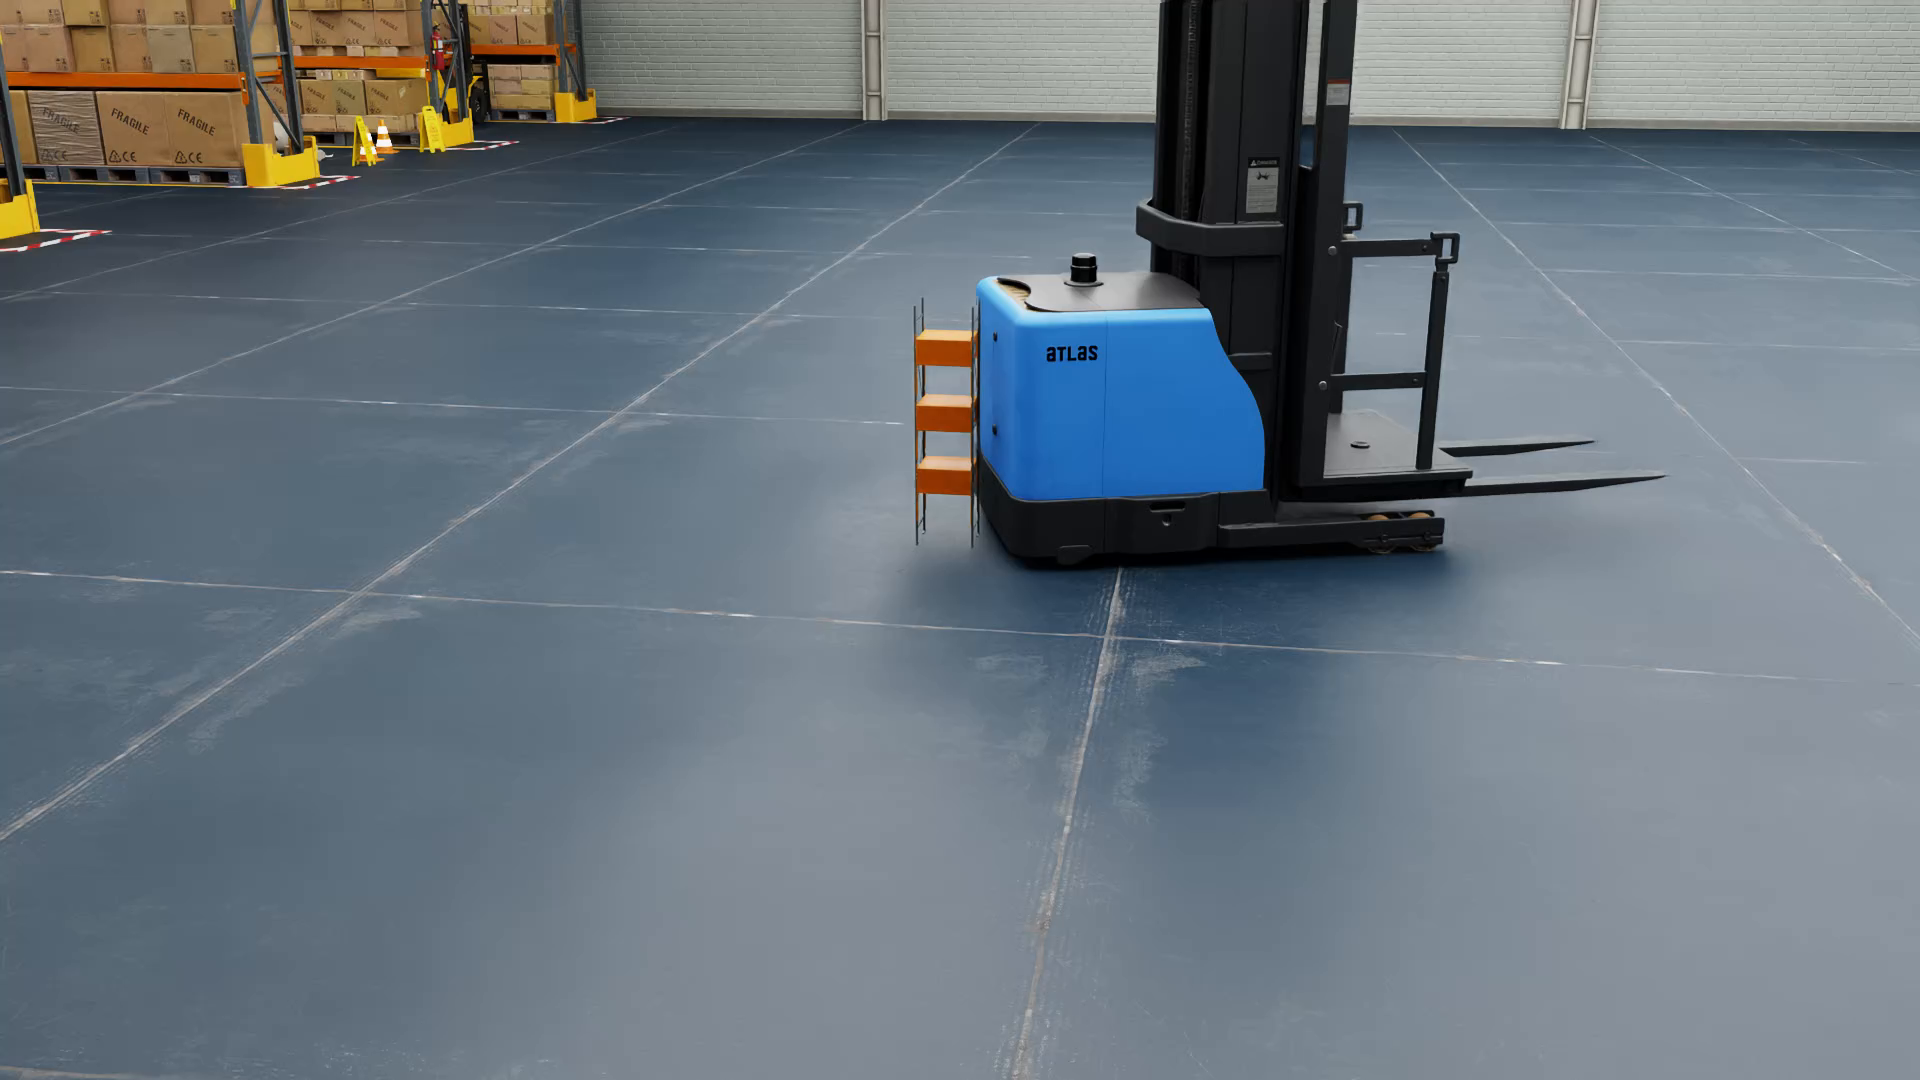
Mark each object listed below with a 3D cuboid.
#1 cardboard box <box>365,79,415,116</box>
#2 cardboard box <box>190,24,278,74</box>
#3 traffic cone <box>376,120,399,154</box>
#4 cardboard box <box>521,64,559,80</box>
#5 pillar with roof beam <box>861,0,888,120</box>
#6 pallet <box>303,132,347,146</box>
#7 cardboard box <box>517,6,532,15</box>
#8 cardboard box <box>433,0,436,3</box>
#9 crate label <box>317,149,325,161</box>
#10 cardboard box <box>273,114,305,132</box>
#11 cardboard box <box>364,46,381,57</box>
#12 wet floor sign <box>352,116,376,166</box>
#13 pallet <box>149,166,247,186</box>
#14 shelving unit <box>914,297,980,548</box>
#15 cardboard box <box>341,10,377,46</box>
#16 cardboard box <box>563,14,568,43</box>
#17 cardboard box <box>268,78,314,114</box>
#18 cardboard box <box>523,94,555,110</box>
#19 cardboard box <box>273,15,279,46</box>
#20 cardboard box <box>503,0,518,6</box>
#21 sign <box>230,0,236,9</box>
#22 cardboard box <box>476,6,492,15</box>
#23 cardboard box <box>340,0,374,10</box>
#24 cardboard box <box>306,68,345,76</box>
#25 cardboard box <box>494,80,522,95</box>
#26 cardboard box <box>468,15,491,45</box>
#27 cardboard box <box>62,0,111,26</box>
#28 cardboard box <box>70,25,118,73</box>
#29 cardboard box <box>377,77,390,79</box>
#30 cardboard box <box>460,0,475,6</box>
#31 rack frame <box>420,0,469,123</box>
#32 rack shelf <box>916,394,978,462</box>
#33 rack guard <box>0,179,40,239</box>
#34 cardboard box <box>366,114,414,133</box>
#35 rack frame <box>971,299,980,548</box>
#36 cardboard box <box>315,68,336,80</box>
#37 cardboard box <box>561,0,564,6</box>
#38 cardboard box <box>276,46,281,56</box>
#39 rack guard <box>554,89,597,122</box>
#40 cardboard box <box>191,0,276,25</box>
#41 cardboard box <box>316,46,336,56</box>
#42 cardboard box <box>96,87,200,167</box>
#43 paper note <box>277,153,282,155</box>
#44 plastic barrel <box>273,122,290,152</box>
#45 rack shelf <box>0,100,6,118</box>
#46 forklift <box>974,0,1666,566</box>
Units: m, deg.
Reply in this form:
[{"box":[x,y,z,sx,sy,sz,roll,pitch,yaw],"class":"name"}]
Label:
[{"box":[-8.516,-6.618,24.844,0.500,0.500,0.500,3,19,9],"class":"cardboard box"},{"box":[-8.742,-5.928,20.057,0.550,0.550,0.875,3,19,9],"class":"cardboard box"},{"box":[-8.312,-5.823,23.976,0.334,0.463,0.336,3,19,9],"class":"traffic cone"},{"box":[-7.404,-8.258,29.354,0.500,0.250,0.500,4,19,10],"class":"cardboard box"},{"box":[-2.203,-10.475,24.429,0.400,9.000,9.100,3,19,9],"class":"pillar with roof beam"},{"box":[-9.756,-6.204,25.512,1.213,0.211,1.003,3,19,9],"class":"pallet"},{"box":[-7.543,-9.252,29.047,0.250,0.149,0.380,3,19,10],"class":"cardboard box"},{"box":[-9.297,-9.512,29.356,0.250,0.149,0.380,3,19,8],"class":"cardboard box"},{"box":[-8.939,-5.324,22.998,0.298,0.136,0.250,-7,20,-20],"class":"crate label"},{"box":[-10.040,-6.341,25.200,0.500,0.250,0.500,3,19,8],"class":"cardboard box"},{"box":[-8.604,-7.239,24.606,0.250,0.149,0.380,3,19,8],"class":"cardboard box"},{"box":[-8.026,-5.355,22.290,0.232,0.644,0.267,0,19,-1],"class":"wet floor sign"},{"box":[-9.170,-4.546,20.557,1.213,0.211,1.003,3,19,9],"class":"pallet"},{"box":[-0.053,-0.501,7.145,0.252,1.050,0.215,3,19,9],"class":"shelving unit"},{"box":[-8.756,-7.565,24.557,0.500,0.500,0.500,3,19,9],"class":"cardboard box"},{"box":[-7.345,-9.123,29.684,0.500,0.500,0.500,4,19,10],"class":"cardboard box"},{"box":[-10.051,-6.696,25.079,0.500,0.500,0.500,4,19,12],"class":"cardboard box"},{"box":[-7.414,-7.784,29.510,0.500,0.250,0.500,3,19,9],"class":"cardboard box"},{"box":[-10.249,-7.641,24.787,0.500,0.500,0.500,3,19,8],"class":"cardboard box"},{"box":[-7.798,-9.419,29.078,0.250,0.149,0.380,3,19,10],"class":"cardboard box"},{"box":[-8.468,-6.345,19.340,0.005,0.325,0.100,3,19,9],"class":"sign"},{"box":[-8.304,-9.299,29.187,0.250,0.149,0.380,2,19,7],"class":"cardboard box"},{"box":[-8.721,-8.056,24.451,0.500,0.500,0.700,3,19,9],"class":"cardboard box"},{"box":[-11.366,-8.261,30.345,0.625,0.625,0.875,4,19,11],"class":"cardboard box"},{"box":[-7.923,-8.051,29.522,0.500,0.250,0.500,3,19,8],"class":"cardboard box"},{"box":[-8.444,-9.008,29.341,0.500,0.500,0.500,3,19,8],"class":"cardboard box"},{"box":[-10.362,-6.522,20.130,0.500,0.550,0.875,3,19,9],"class":"cardboard box"},{"box":[-10.351,-6.030,20.362,0.500,0.550,0.875,3,19,9],"class":"cardboard box"},{"box":[-8.976,-6.812,25.426,0.500,0.500,0.500,2,19,7],"class":"cardboard box"},{"box":[-8.563,-9.445,29.154,0.250,0.149,0.380,3,19,10],"class":"cardboard box"},{"box":[-7.683,-7.408,24.717,0.127,3.000,1.000,3,19,9],"class":"rack frame"},{"box":[-0.053,-0.491,7.148,0.240,0.259,0.215,3,19,9],"class":"rack shelf"},{"box":[-9.330,-3.122,15.846,0.348,0.500,1.175,3,19,9],"class":"rack guard"},{"box":[-8.548,-6.261,24.960,0.500,0.250,0.500,3,19,8],"class":"cardboard box"},{"box":[0.068,-0.494,7.126,0.008,1.050,0.200,3,19,9],"class":"rack frame"},{"box":[-9.396,-6.950,24.816,0.250,0.149,0.380,4,19,11],"class":"cardboard box"},{"box":[-7.197,-9.544,29.450,0.250,0.149,0.380,3,19,8],"class":"cardboard box"},{"box":[-10.111,-7.307,24.810,0.250,0.149,0.380,3,19,9],"class":"cardboard box"},{"box":[-6.876,-7.777,29.758,0.348,0.500,1.175,3,19,9],"class":"rack guard"},{"box":[-8.729,-6.467,19.964,0.550,0.550,0.875,3,19,9],"class":"cardboard box"},{"box":[-9.360,-7.283,24.740,0.250,0.149,0.380,3,19,8],"class":"cardboard box"},{"box":[-9.918,-5.101,20.508,0.875,0.875,0.875,3,19,8],"class":"cardboard box"},{"box":[-9.747,-5.509,23.737,0.142,0.019,0.148,10,21,27],"class":"paper note"},{"box":[-9.963,-5.816,24.019,0.512,0.421,0.421,-15,24,-38],"class":"plastic barrel"},{"box":[-11.230,-4.063,15.853,4.000,0.370,1.077,3,19,9],"class":"rack shelf"},{"box":[1.625,-1.490,7.138,3.031,2.935,1.130,-3,19,-9],"class":"forklift"}]
